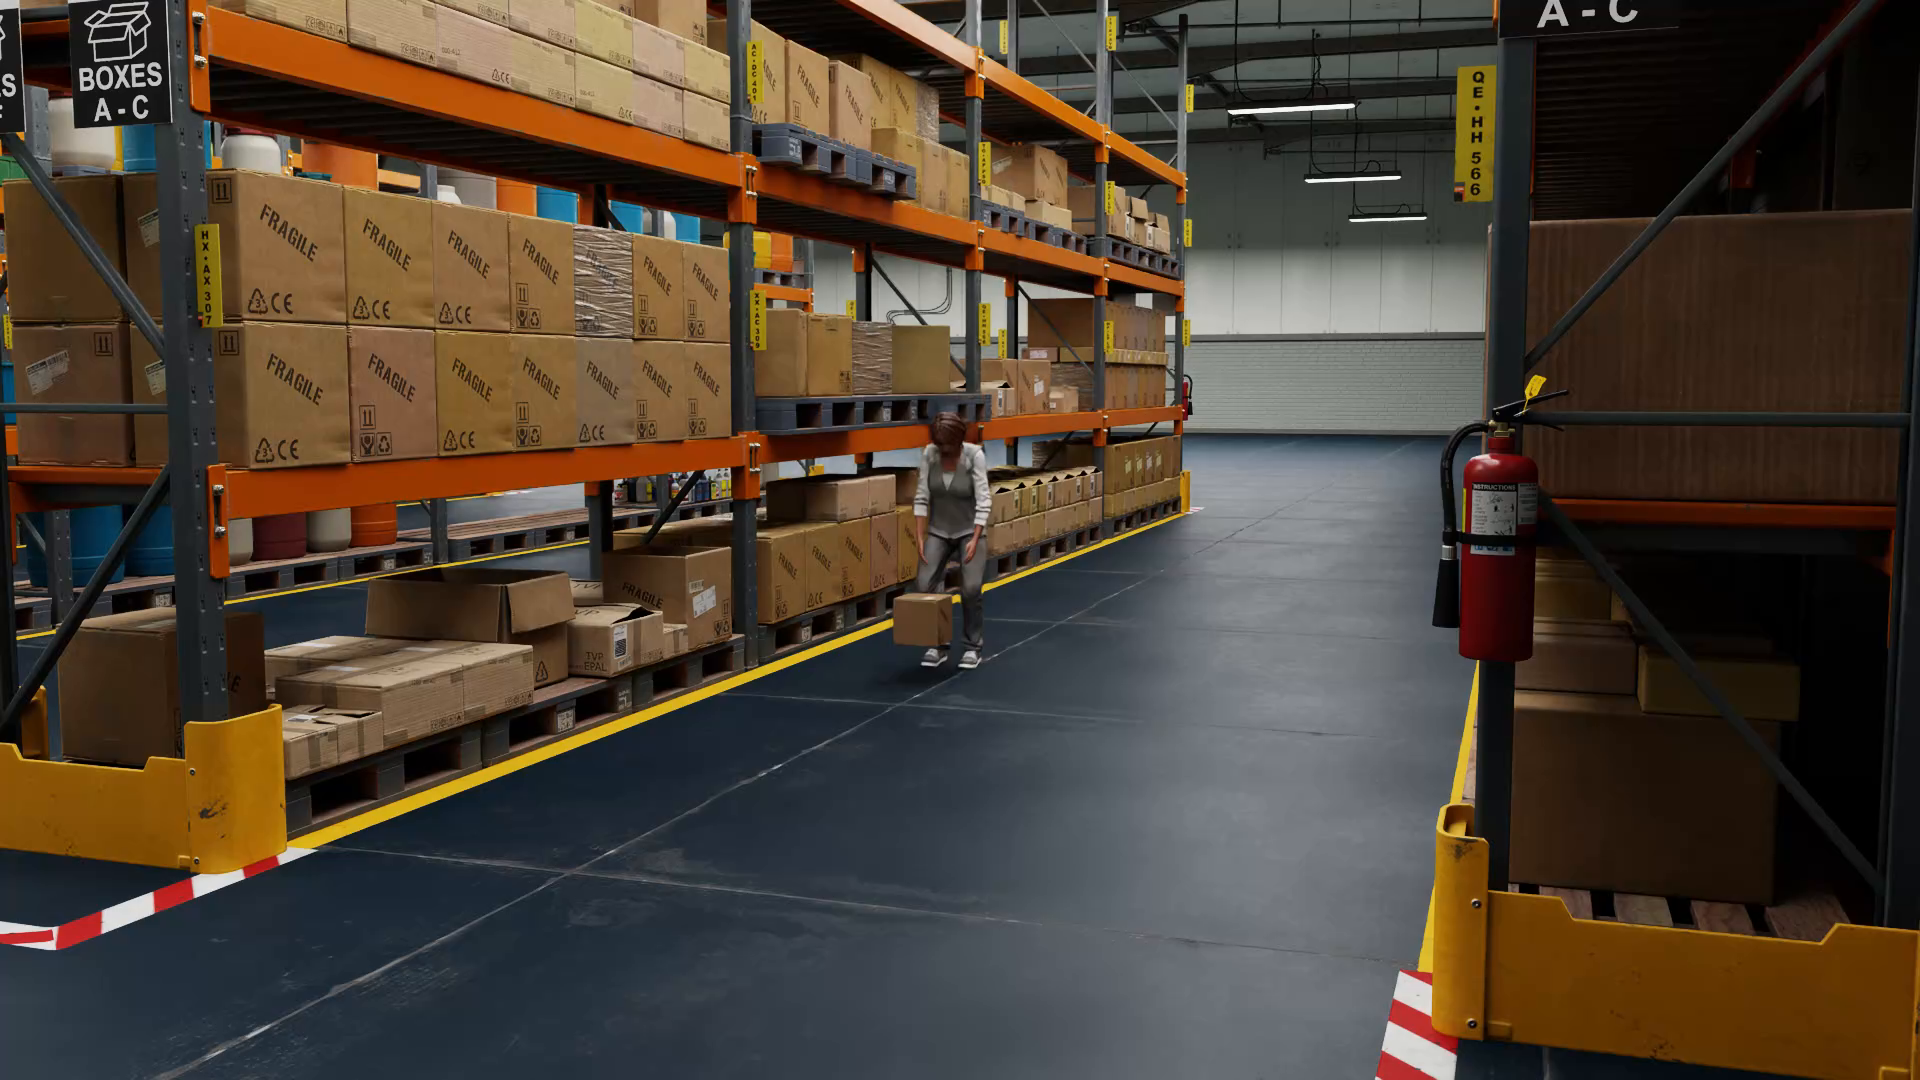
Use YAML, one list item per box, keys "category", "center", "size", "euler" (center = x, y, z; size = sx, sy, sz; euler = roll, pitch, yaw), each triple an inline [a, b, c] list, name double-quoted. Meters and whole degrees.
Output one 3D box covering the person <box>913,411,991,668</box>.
- category: "person"
  center: [-0.024, 0.008, 9.321]
  size: [0.454, 1.429, 0.540]
  euler: [2, 6, 19]
